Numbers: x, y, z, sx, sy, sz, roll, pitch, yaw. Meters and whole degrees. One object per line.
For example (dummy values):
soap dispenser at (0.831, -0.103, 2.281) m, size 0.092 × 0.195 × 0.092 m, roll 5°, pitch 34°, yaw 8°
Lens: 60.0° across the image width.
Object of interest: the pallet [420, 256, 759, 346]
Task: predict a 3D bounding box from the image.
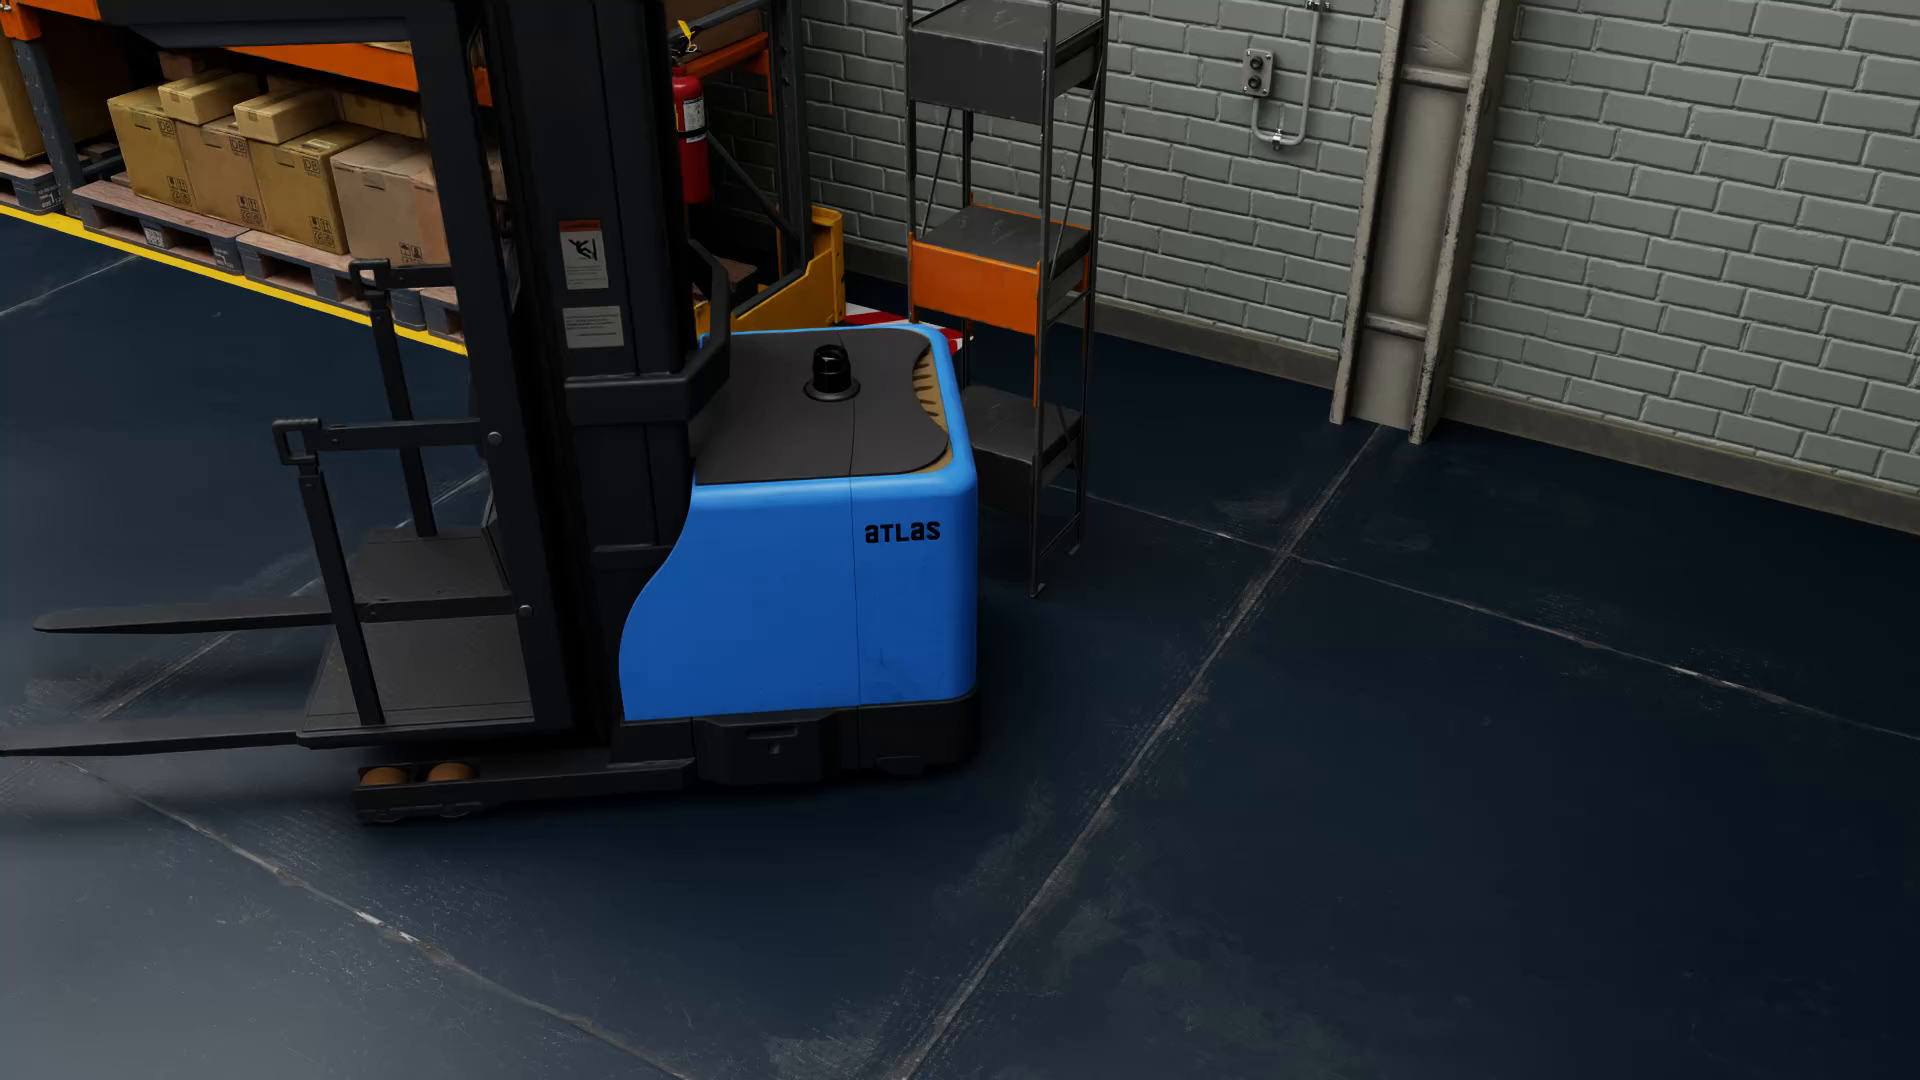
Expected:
pallet at (-1.705, -1.115, 7.734) m, size 1.213 × 0.211 × 1.003 m, roll 18°, pitch 37°, yaw 24°

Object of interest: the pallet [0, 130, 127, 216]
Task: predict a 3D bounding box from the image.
pallet at (-5.153, -2.209, 9.376) m, size 1.213 × 0.211 × 1.003 m, roll 18°, pitch 37°, yaw 24°

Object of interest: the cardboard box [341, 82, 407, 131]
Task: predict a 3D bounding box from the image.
cardboard box at (-2.743, -2.122, 8.021) m, size 0.250 × 0.149 × 0.380 m, roll 17°, pitch 37°, yaw 24°

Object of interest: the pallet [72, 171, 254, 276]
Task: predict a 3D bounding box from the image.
pallet at (-3.824, -1.786, 8.742) m, size 1.213 × 0.211 × 1.003 m, roll 18°, pitch 37°, yaw 24°

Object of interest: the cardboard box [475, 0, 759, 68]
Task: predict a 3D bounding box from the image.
cardboard box at (-1.420, -2.354, 6.808) m, size 0.700 × 0.700 × 0.980 m, roll 19°, pitch 38°, yaw 26°

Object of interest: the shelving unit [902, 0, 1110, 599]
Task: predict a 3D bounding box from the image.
shelving unit at (0.144, -0.828, 5.600) m, size 0.503 × 2.100 × 0.431 m, roll 18°, pitch 37°, yaw 24°

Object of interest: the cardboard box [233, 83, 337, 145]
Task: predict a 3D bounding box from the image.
cardboard box at (-3.187, -2.017, 7.864) m, size 0.250 × 0.149 × 0.380 m, roll 16°, pitch 37°, yaw 23°

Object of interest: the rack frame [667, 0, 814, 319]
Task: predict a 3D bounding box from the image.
rack frame at (-0.972, -2.093, 6.687) m, size 0.127 × 3.000 × 1.000 m, roll 18°, pitch 37°, yaw 24°

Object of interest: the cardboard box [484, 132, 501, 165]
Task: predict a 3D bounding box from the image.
cardboard box at (-2.054, -1.660, 7.327) m, size 0.250 × 0.149 × 0.380 m, roll 19°, pitch 38°, yaw 26°

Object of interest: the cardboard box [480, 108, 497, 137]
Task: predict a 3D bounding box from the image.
cardboard box at (-2.079, -1.912, 7.706) m, size 0.250 × 0.149 × 0.380 m, roll 18°, pitch 38°, yaw 25°

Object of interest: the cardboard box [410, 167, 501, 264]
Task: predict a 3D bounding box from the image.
cardboard box at (-2.064, -1.510, 7.687) m, size 0.500 × 0.500 × 0.700 m, roll 17°, pitch 37°, yaw 24°

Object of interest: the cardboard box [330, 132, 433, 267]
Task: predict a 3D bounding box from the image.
cardboard box at (-2.501, -1.648, 7.894) m, size 0.500 × 0.500 × 0.700 m, roll 16°, pitch 37°, yaw 23°

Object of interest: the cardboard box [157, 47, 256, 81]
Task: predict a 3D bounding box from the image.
cardboard box at (-3.874, -2.478, 8.556) m, size 0.250 × 0.149 × 0.380 m, roll 17°, pitch 37°, yaw 24°

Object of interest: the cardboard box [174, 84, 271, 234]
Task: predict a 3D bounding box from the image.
cardboard box at (-3.412, -1.933, 8.323) m, size 0.500 × 0.500 × 0.700 m, roll 17°, pitch 37°, yaw 24°

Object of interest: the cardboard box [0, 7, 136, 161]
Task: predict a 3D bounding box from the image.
cardboard box at (-5.074, -2.590, 8.993) m, size 0.750 × 0.750 × 0.750 m, roll 18°, pitch 38°, yaw 25°

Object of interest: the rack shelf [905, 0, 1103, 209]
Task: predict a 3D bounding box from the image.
rack shelf at (0.144, -1.400, 5.219) m, size 0.480 × 0.518 × 0.431 m, roll 18°, pitch 37°, yaw 24°

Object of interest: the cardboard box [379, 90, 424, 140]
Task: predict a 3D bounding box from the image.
cardboard box at (-2.524, -2.052, 7.916) m, size 0.250 × 0.149 × 0.380 m, roll 18°, pitch 38°, yaw 25°

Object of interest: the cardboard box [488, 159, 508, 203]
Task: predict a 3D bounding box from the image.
cardboard box at (-1.832, -1.590, 7.222) m, size 0.250 × 0.149 × 0.380 m, roll 17°, pitch 37°, yaw 24°

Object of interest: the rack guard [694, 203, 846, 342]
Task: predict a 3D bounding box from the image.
rack guard at (-0.951, -1.046, 7.370) m, size 0.348 × 0.500 × 1.175 m, roll 18°, pitch 37°, yaw 24°

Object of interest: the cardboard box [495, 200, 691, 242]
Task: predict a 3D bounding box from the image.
cardboard box at (-1.630, -1.372, 7.481) m, size 0.500 × 0.500 × 0.700 m, roll 18°, pitch 37°, yaw 24°

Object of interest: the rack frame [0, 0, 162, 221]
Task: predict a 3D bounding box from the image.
rack frame at (-4.445, -3.193, 8.339) m, size 0.127 × 3.000 × 1.000 m, roll 18°, pitch 37°, yaw 24°

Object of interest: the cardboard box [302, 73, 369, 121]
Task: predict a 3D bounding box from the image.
cardboard box at (-2.968, -2.192, 8.127) m, size 0.250 × 0.149 × 0.380 m, roll 18°, pitch 38°, yaw 25°

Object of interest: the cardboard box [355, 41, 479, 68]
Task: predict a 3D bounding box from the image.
cardboard box at (-2.057, -2.548, 7.100) m, size 0.700 × 0.700 × 0.980 m, roll 17°, pitch 37°, yaw 24°

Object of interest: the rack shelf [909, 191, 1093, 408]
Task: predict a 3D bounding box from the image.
rack shelf at (0.144, -0.817, 5.607) m, size 0.480 × 0.518 × 0.431 m, roll 18°, pitch 37°, yaw 24°

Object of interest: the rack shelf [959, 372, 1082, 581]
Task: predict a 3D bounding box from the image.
rack shelf at (0.144, -0.234, 5.995) m, size 0.480 × 0.518 × 0.431 m, roll 18°, pitch 37°, yaw 24°

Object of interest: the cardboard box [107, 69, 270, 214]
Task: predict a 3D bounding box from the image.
cardboard box at (-3.847, -2.073, 8.533) m, size 0.500 × 0.500 × 0.700 m, roll 18°, pitch 38°, yaw 25°

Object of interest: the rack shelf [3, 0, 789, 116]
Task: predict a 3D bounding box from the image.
rack shelf at (-2.709, -2.344, 7.713) m, size 4.000 × 0.370 × 1.077 m, roll 18°, pitch 37°, yaw 24°

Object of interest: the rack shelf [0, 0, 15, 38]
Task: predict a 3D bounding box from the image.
rack shelf at (-6.182, -3.444, 9.365) m, size 4.000 × 0.370 × 1.077 m, roll 18°, pitch 37°, yaw 24°

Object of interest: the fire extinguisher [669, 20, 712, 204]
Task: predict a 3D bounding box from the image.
fire extinguisher at (-1.070, -1.642, 6.416) m, size 0.183 × 0.674 × 0.296 m, roll 18°, pitch 37°, yaw 24°

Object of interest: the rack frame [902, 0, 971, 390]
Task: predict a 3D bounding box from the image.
rack frame at (-0.068, -0.896, 5.700) m, size 0.015 × 2.100 × 0.400 m, roll 18°, pitch 37°, yaw 24°

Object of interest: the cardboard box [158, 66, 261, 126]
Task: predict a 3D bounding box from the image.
cardboard box at (-3.640, -2.161, 8.080) m, size 0.250 × 0.149 × 0.380 m, roll 19°, pitch 38°, yaw 26°

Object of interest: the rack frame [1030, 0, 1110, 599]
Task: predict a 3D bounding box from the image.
rack frame at (0.356, -0.761, 5.499) m, size 0.015 × 2.100 × 0.400 m, roll 18°, pitch 37°, yaw 24°

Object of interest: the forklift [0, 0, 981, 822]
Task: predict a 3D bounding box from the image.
forklift at (-1.489, -0.684, 4.632) m, size 3.031 × 2.935 × 1.130 m, roll -3°, pitch 34°, yaw -5°

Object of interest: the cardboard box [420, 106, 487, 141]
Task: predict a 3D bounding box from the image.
cardboard box at (-2.300, -1.982, 7.811) m, size 0.250 × 0.149 × 0.380 m, roll 18°, pitch 38°, yaw 25°

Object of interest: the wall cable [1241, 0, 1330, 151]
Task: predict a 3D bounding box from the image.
wall cable at (0.609, -2.619, 6.561) m, size 1.851 × 1.984 × 0.084 m, roll 18°, pitch 37°, yaw 24°

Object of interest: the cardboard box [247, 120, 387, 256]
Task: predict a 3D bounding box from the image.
cardboard box at (-2.968, -1.791, 8.109) m, size 0.500 × 0.500 × 0.700 m, roll 18°, pitch 38°, yaw 25°

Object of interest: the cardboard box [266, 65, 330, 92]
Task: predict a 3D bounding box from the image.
cardboard box at (-3.187, -2.262, 8.232) m, size 0.250 × 0.149 × 0.380 m, roll 16°, pitch 37°, yaw 23°

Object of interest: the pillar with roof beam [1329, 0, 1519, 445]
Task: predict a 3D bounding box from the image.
pillar with roof beam at (-0.335, -2.192, 1.424) m, size 0.400 × 9.000 × 9.100 m, roll 18°, pitch 37°, yaw 24°

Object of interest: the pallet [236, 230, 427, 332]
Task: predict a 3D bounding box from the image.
pallet at (-2.760, -1.451, 8.239) m, size 1.213 × 0.211 × 1.003 m, roll 18°, pitch 37°, yaw 24°
